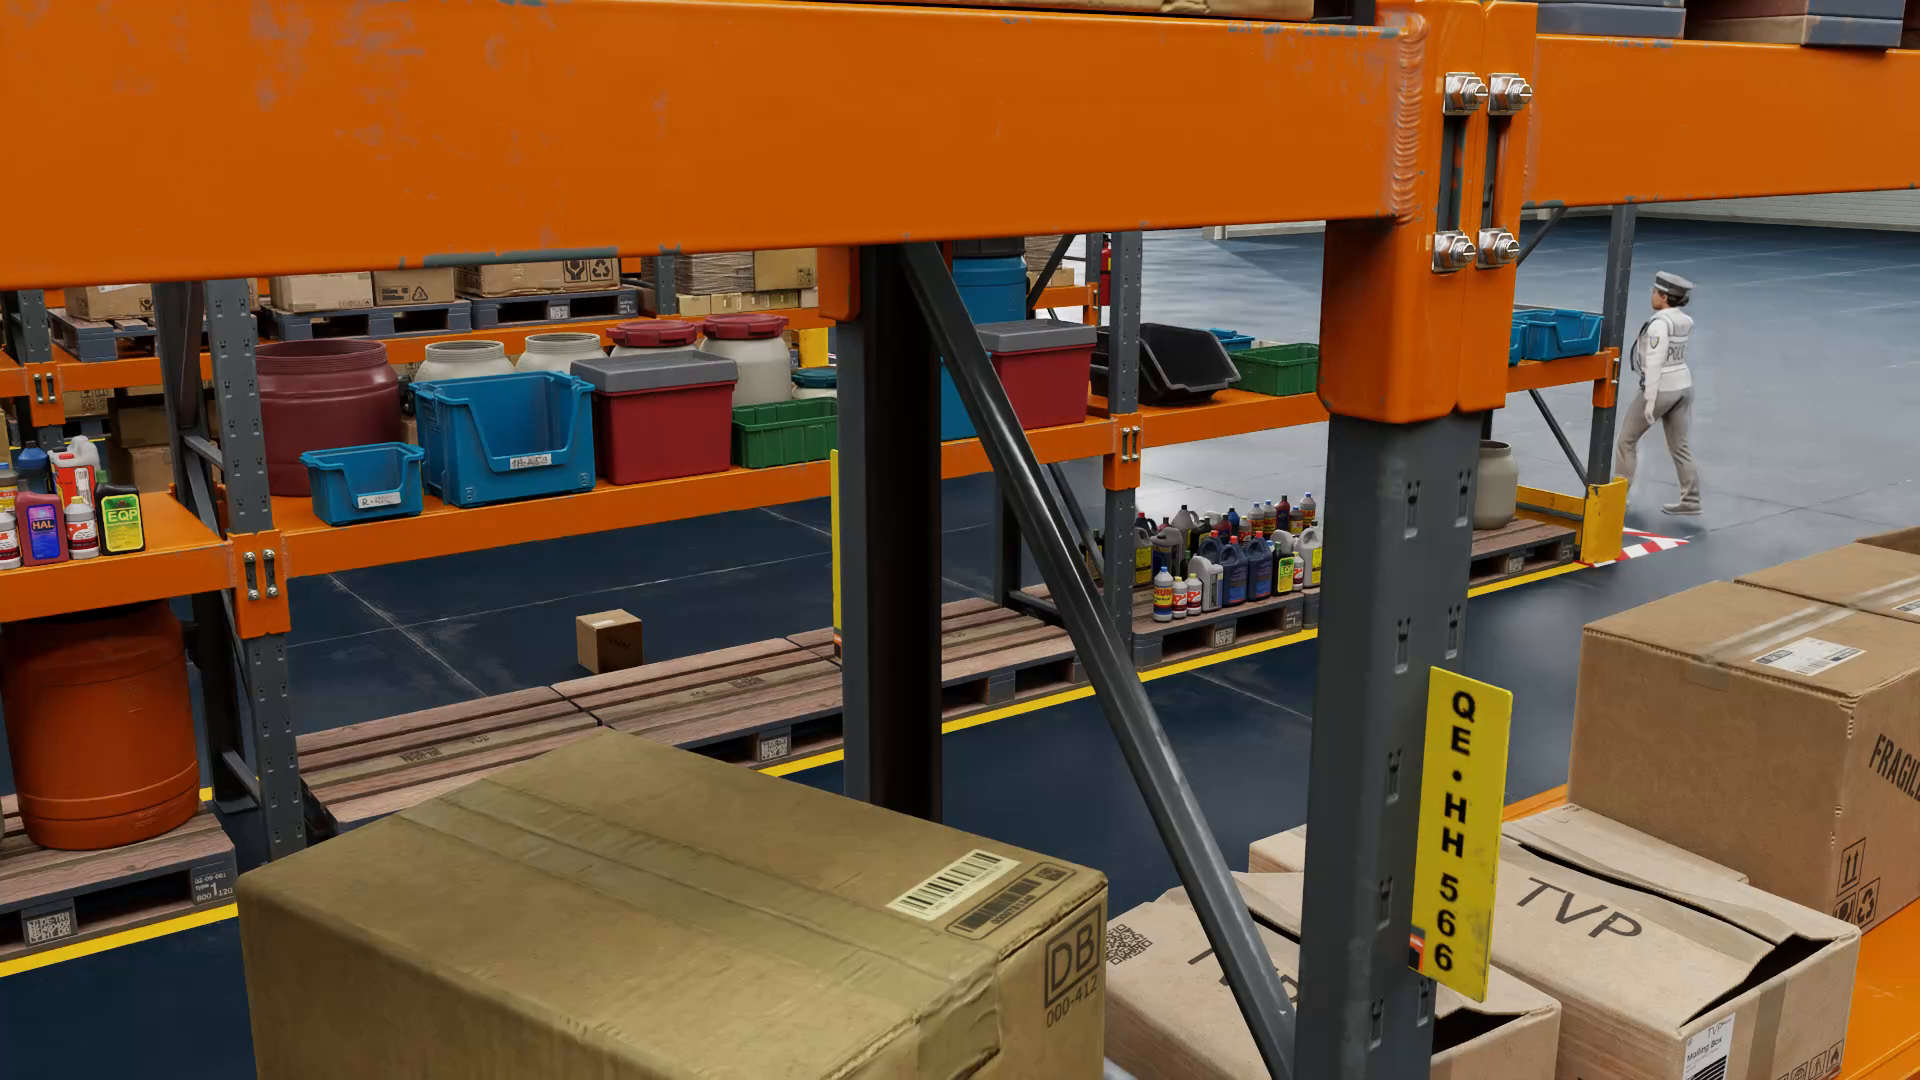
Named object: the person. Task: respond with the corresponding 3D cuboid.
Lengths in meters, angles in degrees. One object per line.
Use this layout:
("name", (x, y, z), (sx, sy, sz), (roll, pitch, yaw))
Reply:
("person", (4.772, -0.970, 11.389), (0.561, 1.726, 0.731), (-11, 18, -36))
